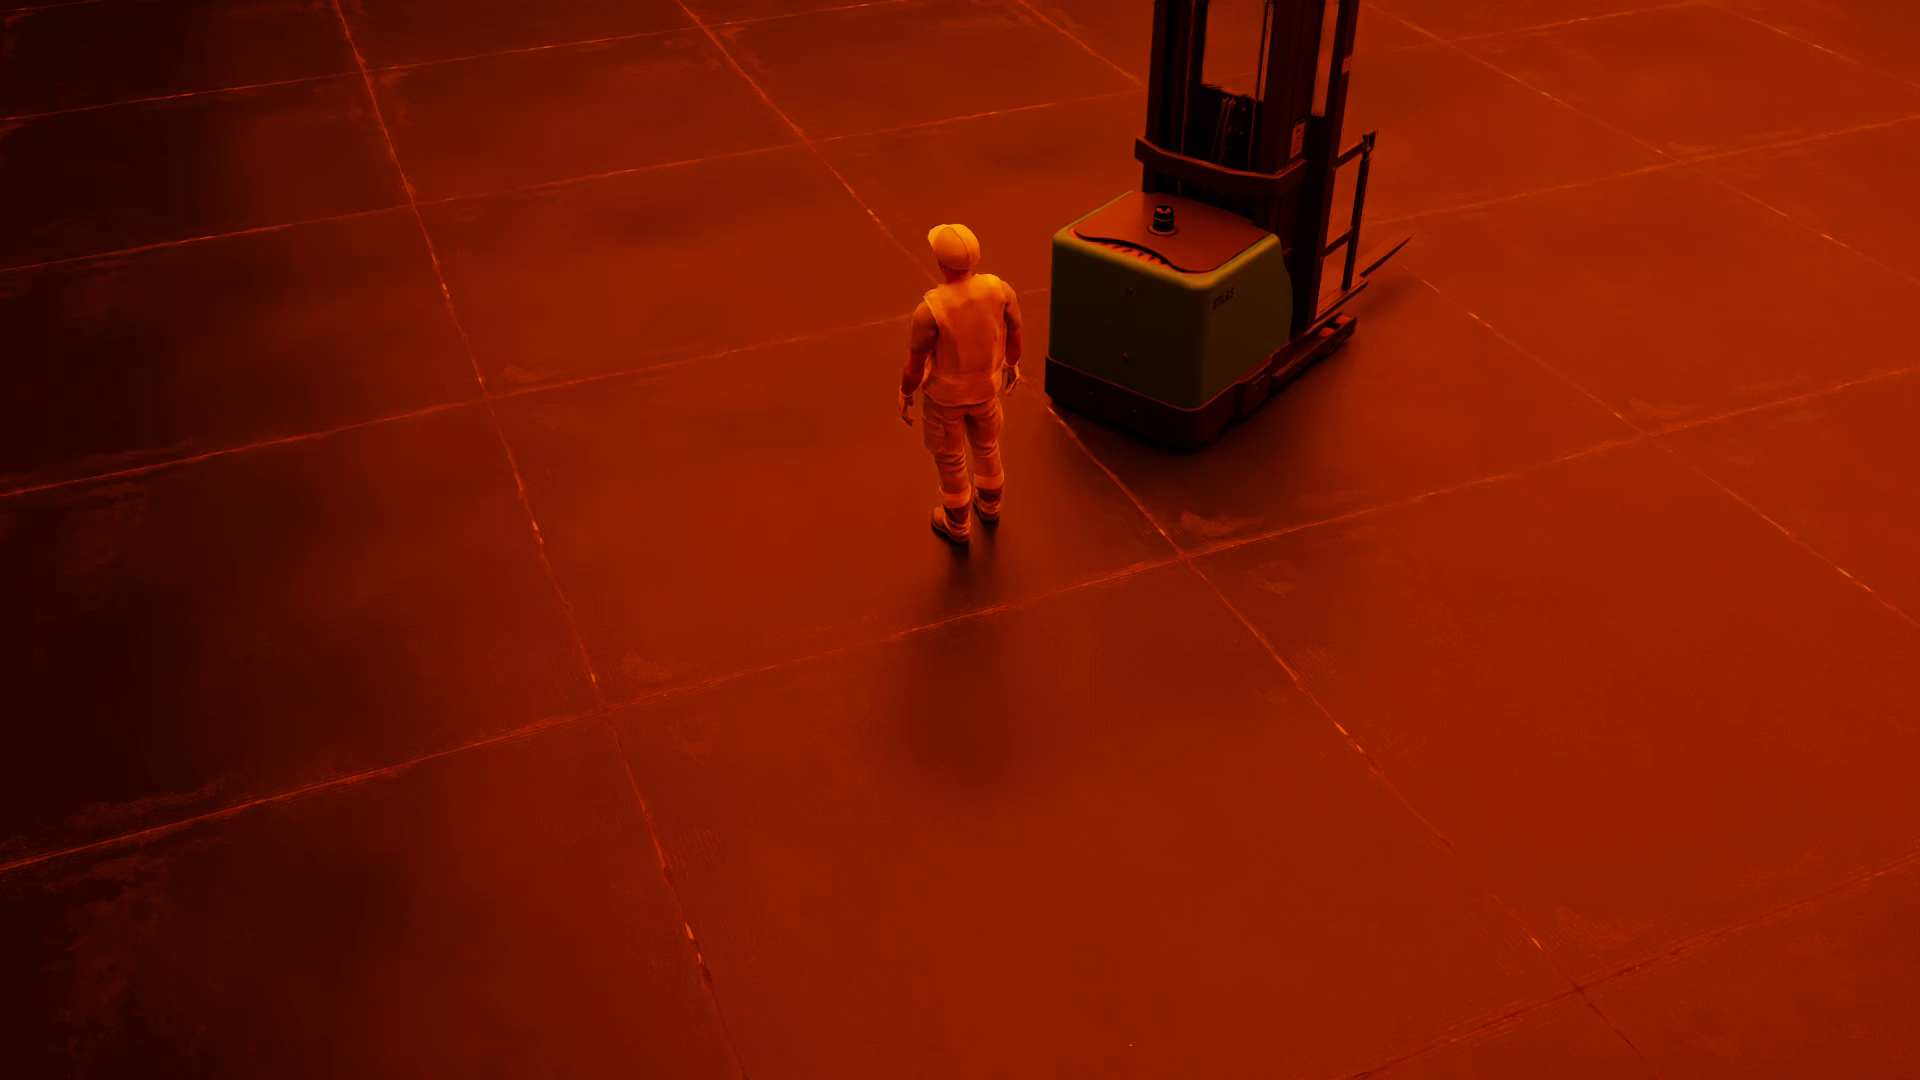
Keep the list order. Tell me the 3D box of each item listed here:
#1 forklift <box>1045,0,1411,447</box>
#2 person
[{"bbox_3d":[1.811,-2.497,9.610,1.130,2.935,3.031,25,42,31],"label":"forklift"},{"bbox_3d":[-0.020,-0.781,8.169,0.637,1.787,0.564,-14,38,-19],"label":"person"}]
